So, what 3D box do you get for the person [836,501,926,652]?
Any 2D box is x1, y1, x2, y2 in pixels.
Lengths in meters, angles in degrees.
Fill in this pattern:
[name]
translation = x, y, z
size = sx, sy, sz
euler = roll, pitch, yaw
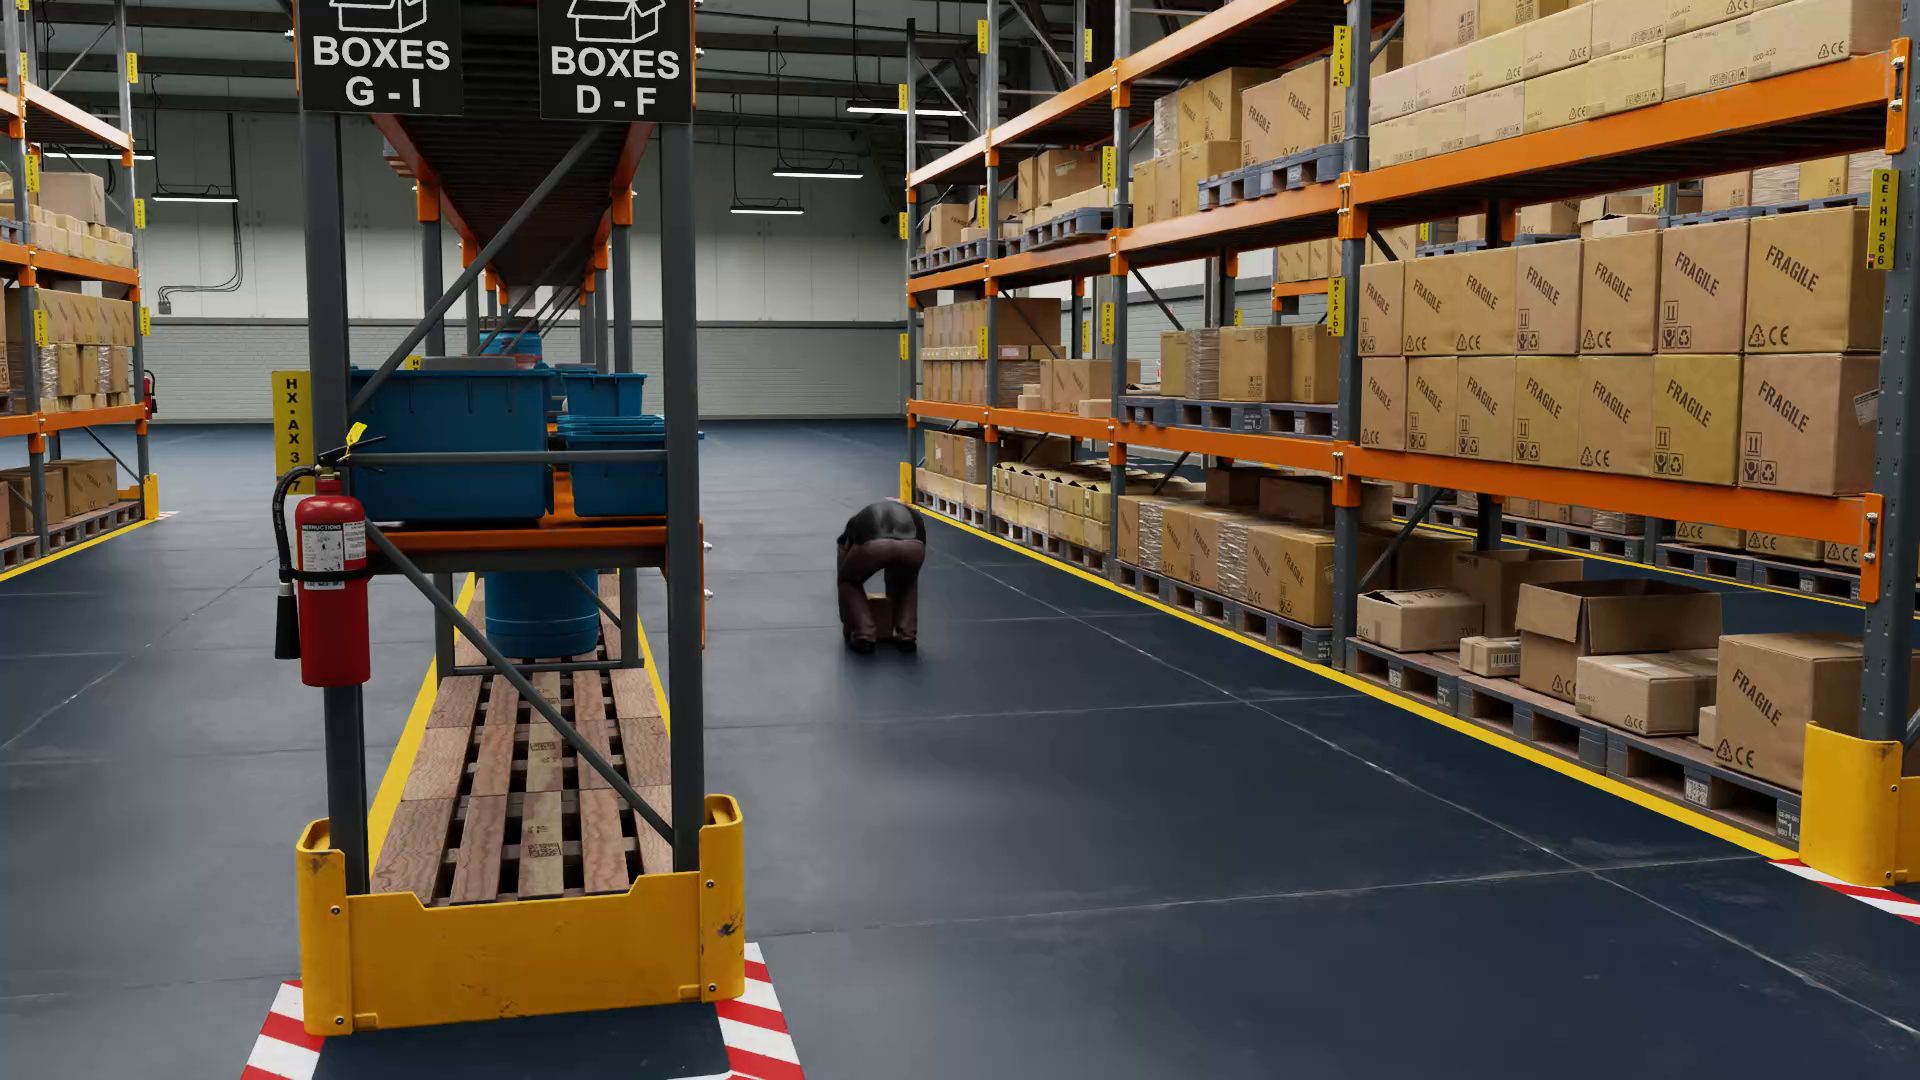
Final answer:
[person]
translation = -0.519, 0.204, 10.436
size = 0.519, 0.922, 0.947
euler = -2, 6, -16
